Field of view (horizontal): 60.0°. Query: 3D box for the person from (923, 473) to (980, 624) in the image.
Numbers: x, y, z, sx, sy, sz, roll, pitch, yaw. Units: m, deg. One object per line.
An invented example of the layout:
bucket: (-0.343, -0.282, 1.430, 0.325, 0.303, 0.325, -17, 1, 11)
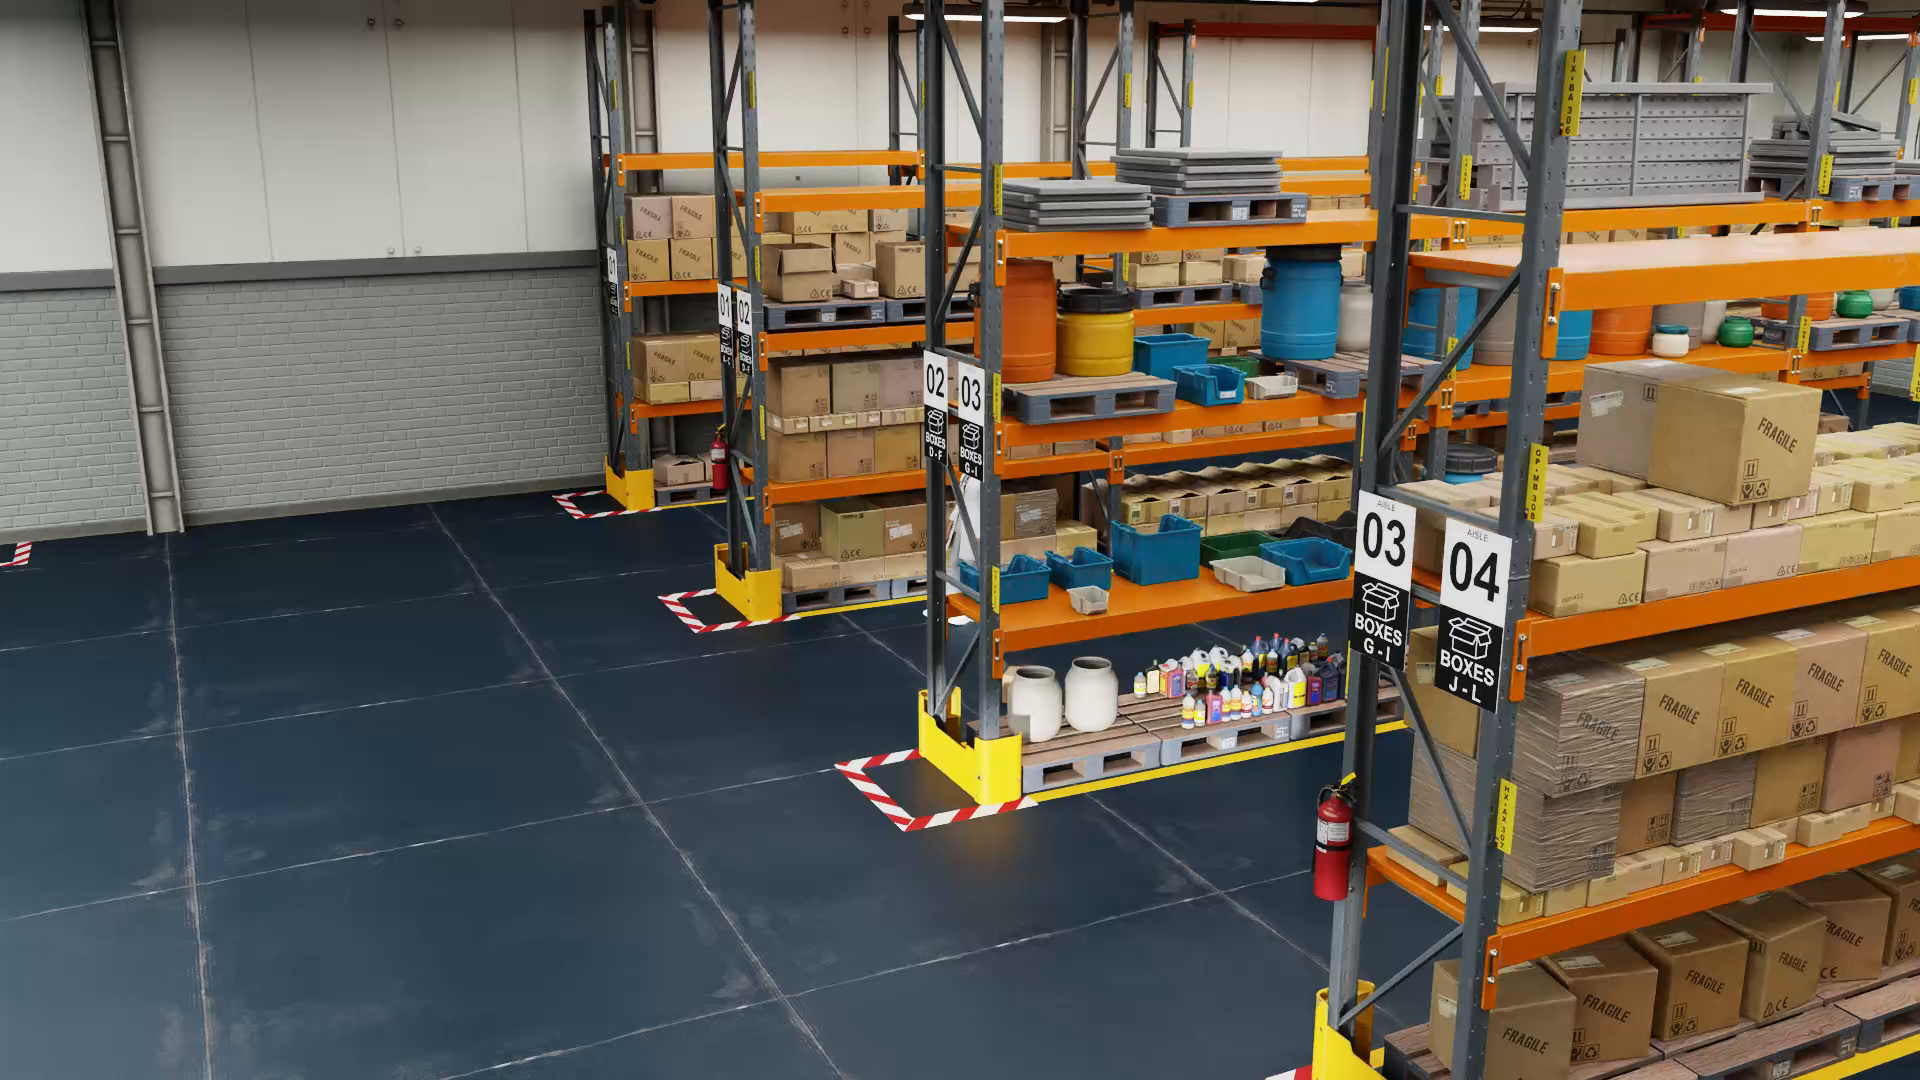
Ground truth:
person: (0.019, -0.061, 16.105, 0.581, 1.775, 0.694, -7, 17, -25)
